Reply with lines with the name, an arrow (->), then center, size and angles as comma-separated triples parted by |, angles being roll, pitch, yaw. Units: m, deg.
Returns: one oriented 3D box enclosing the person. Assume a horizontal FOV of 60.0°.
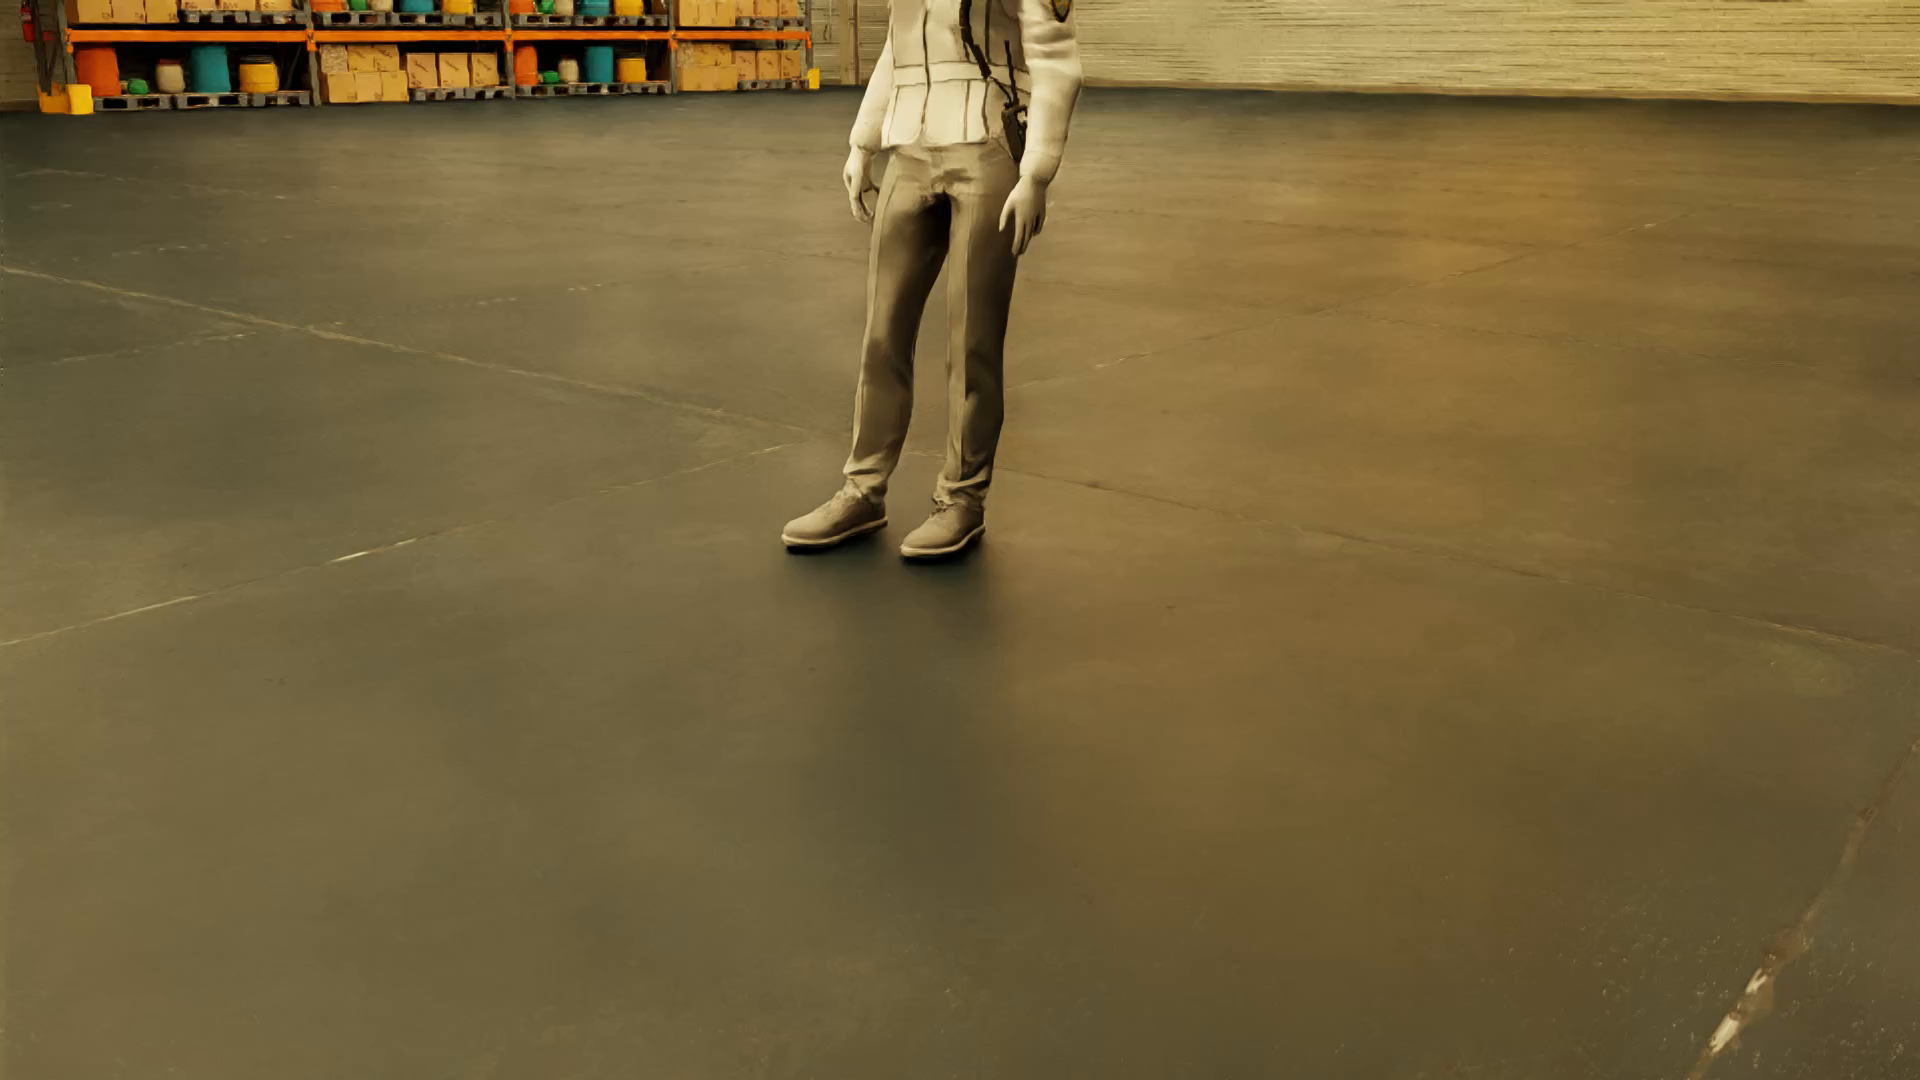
person -> -0.049, -0.804, 3.648 | 0.586, 1.695, 0.532 | 13, 21, 37
